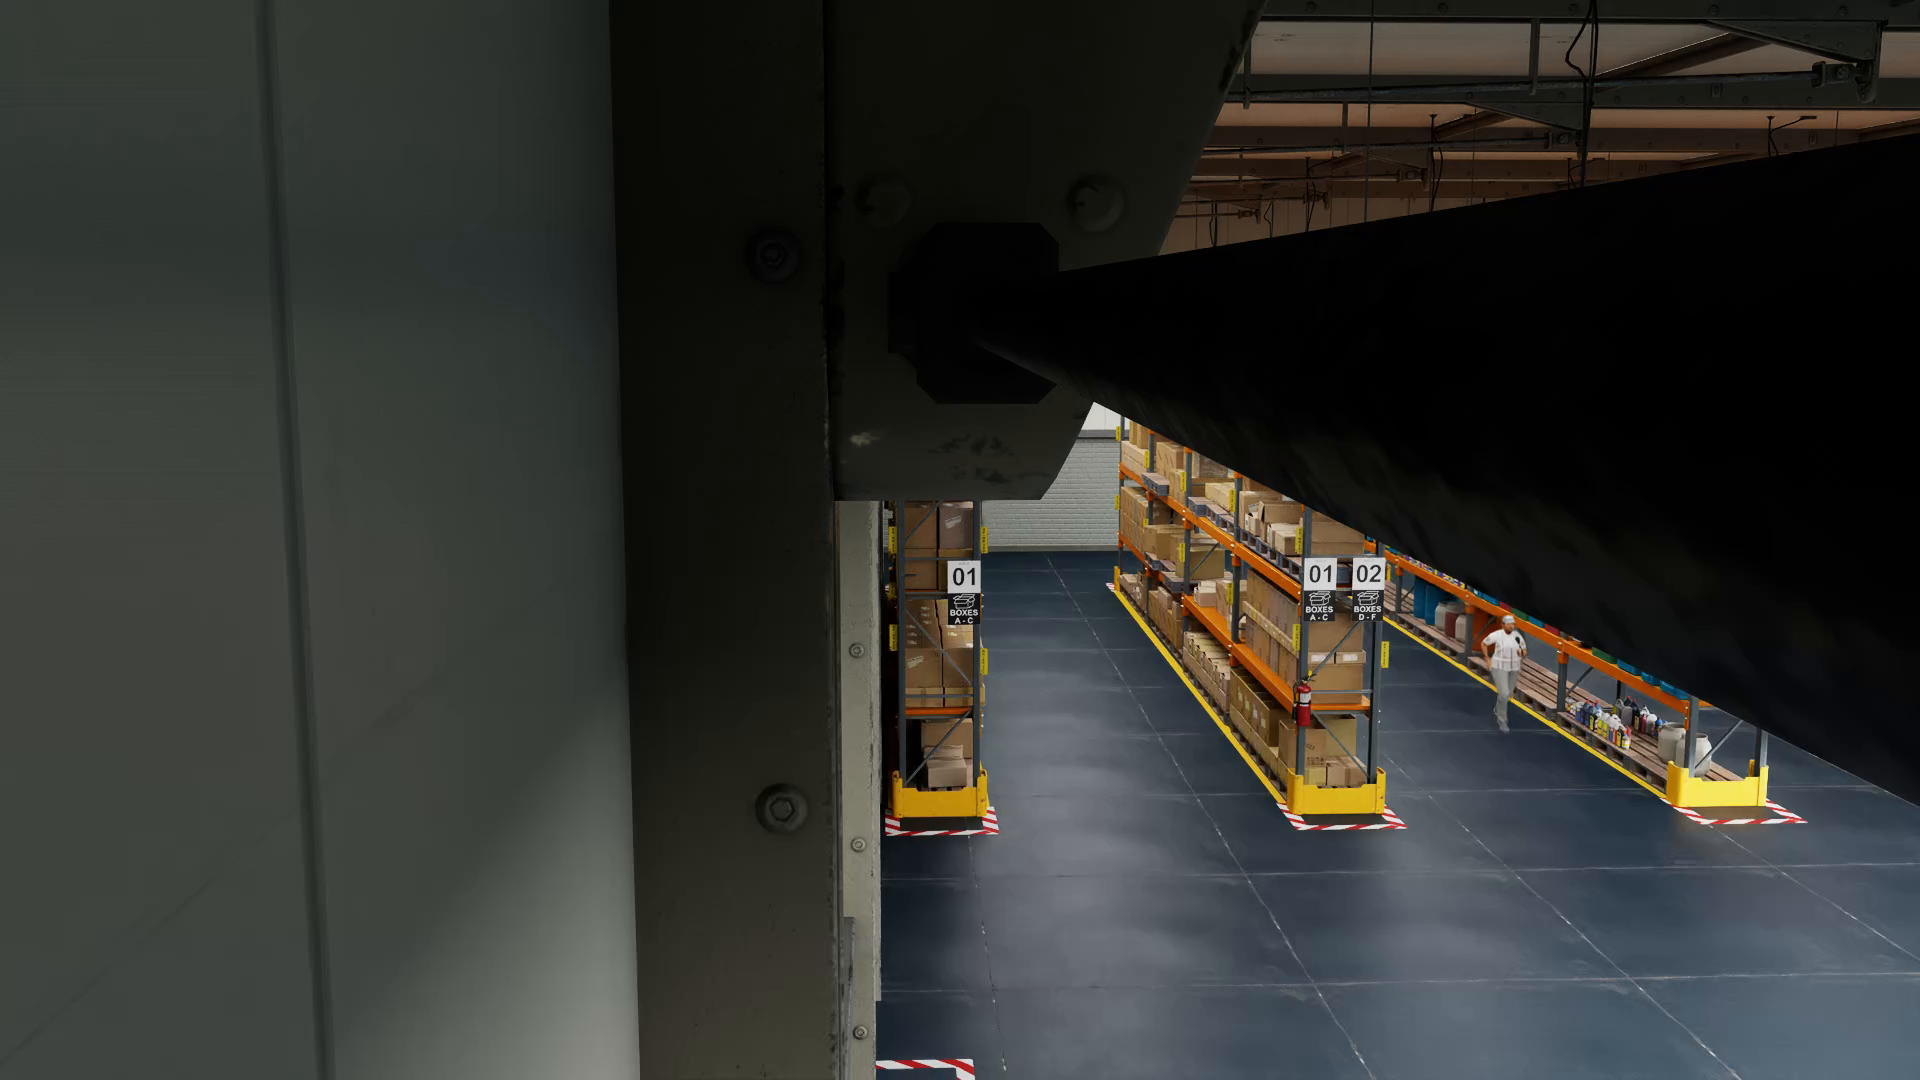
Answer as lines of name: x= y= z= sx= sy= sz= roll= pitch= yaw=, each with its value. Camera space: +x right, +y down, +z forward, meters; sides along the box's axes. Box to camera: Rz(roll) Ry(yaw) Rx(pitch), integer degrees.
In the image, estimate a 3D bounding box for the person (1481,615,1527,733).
person: x=8.109 y=1.959 z=24.752 sx=0.580 sy=1.727 sz=0.770 roll=-1 pitch=8 yaw=-10
